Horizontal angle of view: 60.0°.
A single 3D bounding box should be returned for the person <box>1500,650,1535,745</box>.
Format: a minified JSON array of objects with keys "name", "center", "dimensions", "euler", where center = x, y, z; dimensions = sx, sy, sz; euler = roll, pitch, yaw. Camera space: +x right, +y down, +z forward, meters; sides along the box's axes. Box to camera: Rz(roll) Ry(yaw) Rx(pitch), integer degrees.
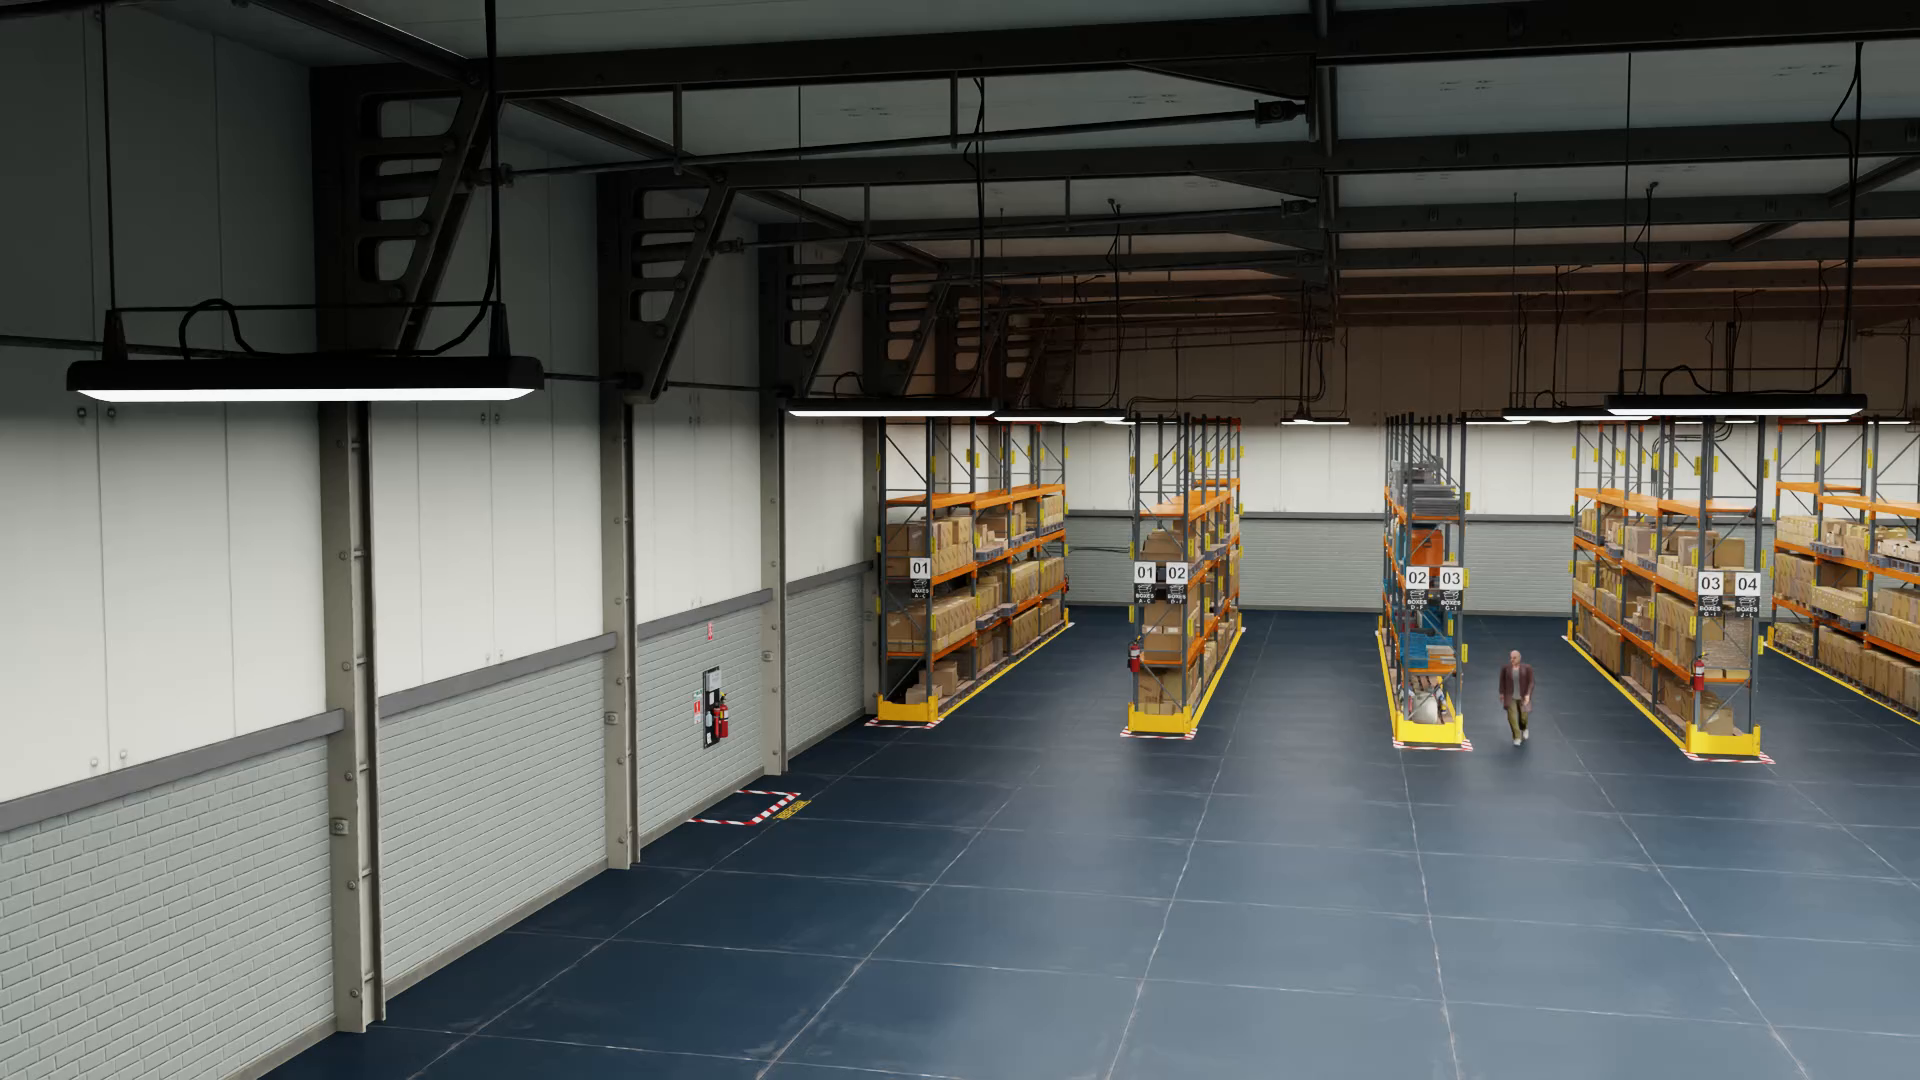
[{"name":"person","center":[10.126,2.838,30.231],"dimensions":[0.619,1.695,0.849],"euler":[2,4,23]}]
